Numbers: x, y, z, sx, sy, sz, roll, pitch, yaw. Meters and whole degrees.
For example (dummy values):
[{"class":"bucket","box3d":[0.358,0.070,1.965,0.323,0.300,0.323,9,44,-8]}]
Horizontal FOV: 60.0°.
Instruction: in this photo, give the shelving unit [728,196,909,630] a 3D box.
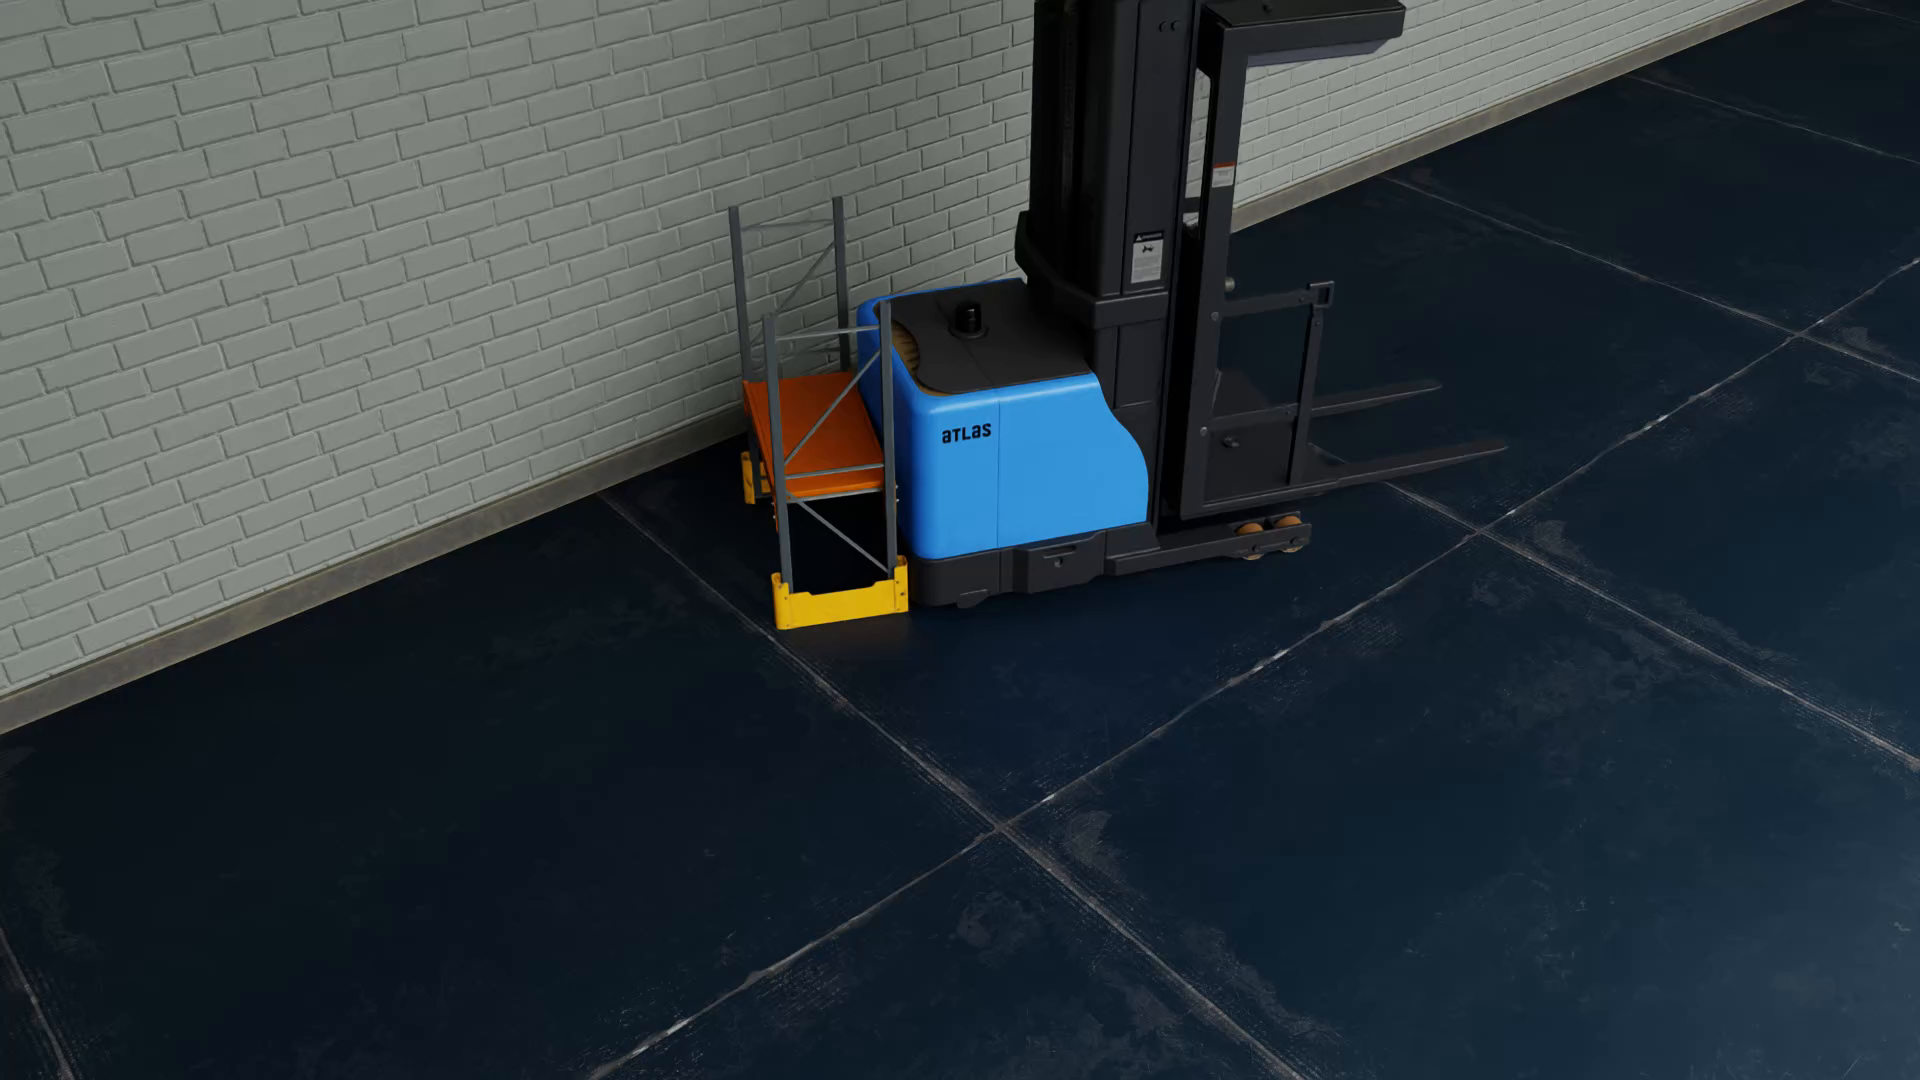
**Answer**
[{"class":"shelving unit","box3d":[-0.634,-0.562,7.246,0.587,1.500,1.083,-8,36,-11]}]

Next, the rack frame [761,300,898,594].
[{"class":"rack frame","box3d":[-0.516,-0.281,6.850,0.500,1.500,0.032,-8,36,-11]}]

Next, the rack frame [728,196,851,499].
[{"class":"rack frame","box3d":[-0.756,-0.852,7.656,0.500,1.500,0.032,-8,36,-11]}]

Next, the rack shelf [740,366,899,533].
[{"class":"rack shelf","box3d":[-0.636,-0.420,7.357,0.538,0.185,1.000,-8,36,-11]}]

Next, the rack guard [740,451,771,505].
[{"class":"rack guard","box3d":[-0.751,-0.331,8.002,0.587,0.250,0.087,-8,36,-11]}]

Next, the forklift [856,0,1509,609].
[{"class":"forklift","box3d":[1.100,-1.385,7.170,3.031,2.935,1.130,-10,37,-14]}]

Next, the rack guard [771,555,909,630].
[{"class":"rack guard","box3d":[-0.516,0.228,7.212,0.587,0.250,0.087,-8,36,-11]}]
